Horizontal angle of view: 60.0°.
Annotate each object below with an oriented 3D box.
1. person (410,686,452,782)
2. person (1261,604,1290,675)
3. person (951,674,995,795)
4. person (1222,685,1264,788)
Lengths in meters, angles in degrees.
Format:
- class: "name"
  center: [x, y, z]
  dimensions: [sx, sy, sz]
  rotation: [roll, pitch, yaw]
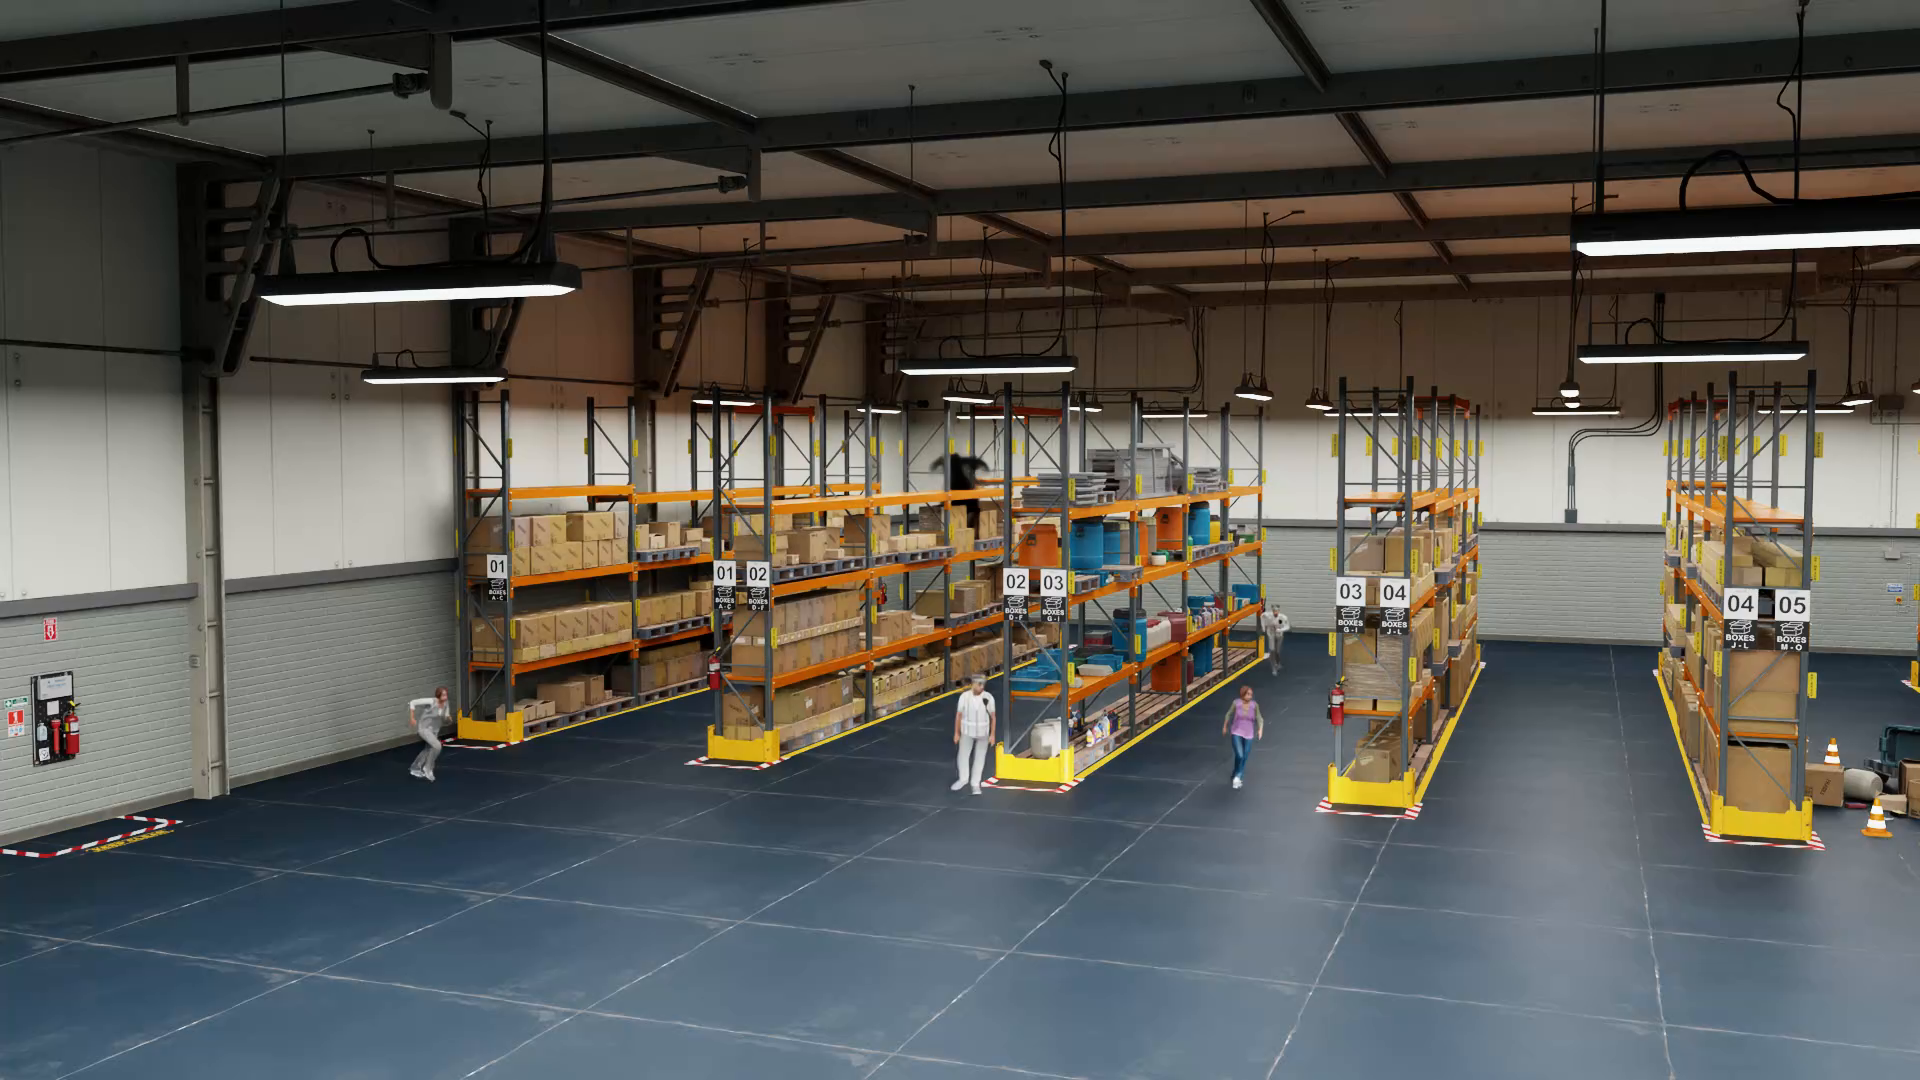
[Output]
- class: "person"
  center: [-7.964, 2.905, 24.896]
  dimensions: [0.892, 1.452, 0.554]
  rotation: [2, 4, 32]
- class: "person"
  center: [7.024, 2.205, 37.042]
  dimensions: [0.658, 1.618, 0.951]
  rotation: [1, 3, 14]
- class: "person"
  center: [0.191, 2.794, 24.007]
  dimensions: [0.635, 1.745, 0.482]
  rotation: [0, 3, -8]
- class: "person"
  center: [4.159, 2.878, 24.312]
  dimensions: [0.506, 1.540, 0.797]
  rotation: [0, 3, -6]
